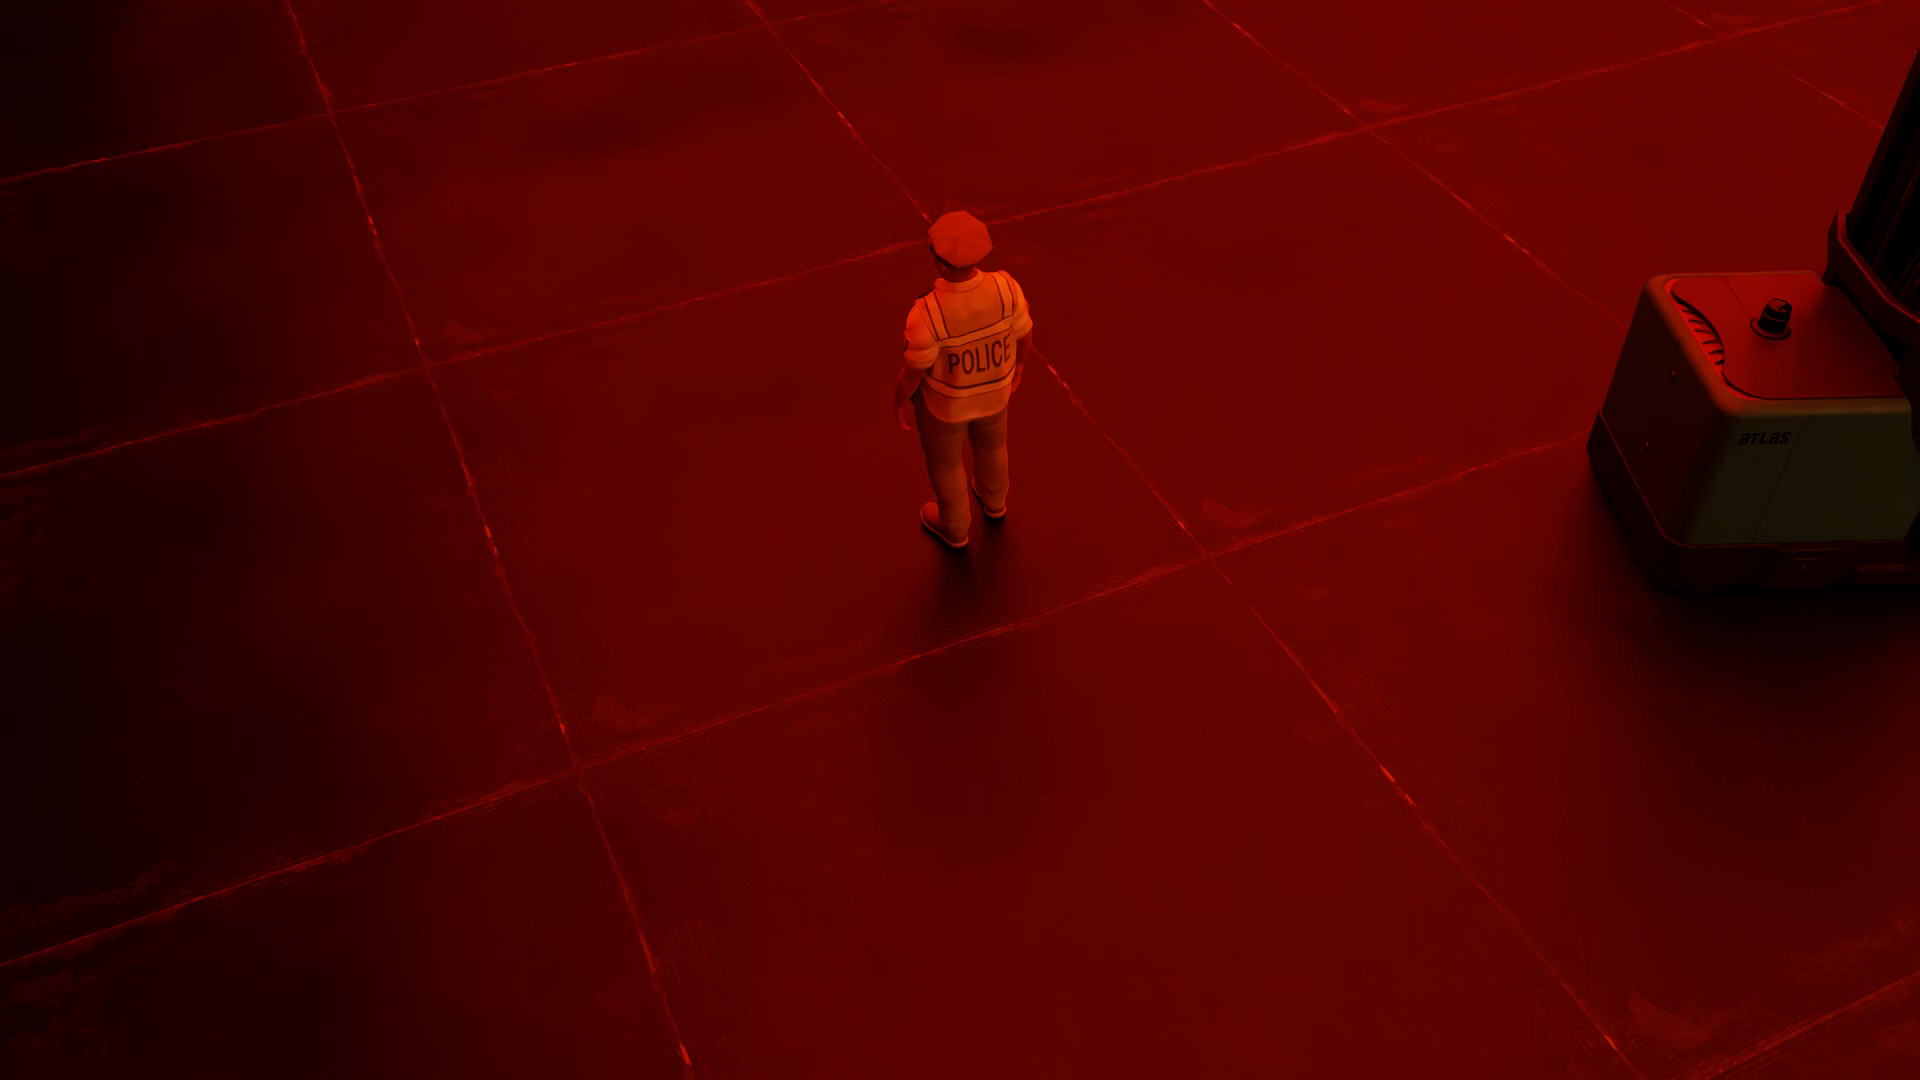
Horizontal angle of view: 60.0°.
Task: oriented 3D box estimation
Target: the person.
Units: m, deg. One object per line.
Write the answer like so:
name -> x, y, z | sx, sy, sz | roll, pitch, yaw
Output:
person -> -0.021, -0.708, 7.271 | 0.640, 1.781, 0.575 | -18, 46, -18

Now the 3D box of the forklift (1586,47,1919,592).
forklift -> 4.619, -1.211, 6.978 | 3.031, 2.935, 1.130 | -2, 43, -2
